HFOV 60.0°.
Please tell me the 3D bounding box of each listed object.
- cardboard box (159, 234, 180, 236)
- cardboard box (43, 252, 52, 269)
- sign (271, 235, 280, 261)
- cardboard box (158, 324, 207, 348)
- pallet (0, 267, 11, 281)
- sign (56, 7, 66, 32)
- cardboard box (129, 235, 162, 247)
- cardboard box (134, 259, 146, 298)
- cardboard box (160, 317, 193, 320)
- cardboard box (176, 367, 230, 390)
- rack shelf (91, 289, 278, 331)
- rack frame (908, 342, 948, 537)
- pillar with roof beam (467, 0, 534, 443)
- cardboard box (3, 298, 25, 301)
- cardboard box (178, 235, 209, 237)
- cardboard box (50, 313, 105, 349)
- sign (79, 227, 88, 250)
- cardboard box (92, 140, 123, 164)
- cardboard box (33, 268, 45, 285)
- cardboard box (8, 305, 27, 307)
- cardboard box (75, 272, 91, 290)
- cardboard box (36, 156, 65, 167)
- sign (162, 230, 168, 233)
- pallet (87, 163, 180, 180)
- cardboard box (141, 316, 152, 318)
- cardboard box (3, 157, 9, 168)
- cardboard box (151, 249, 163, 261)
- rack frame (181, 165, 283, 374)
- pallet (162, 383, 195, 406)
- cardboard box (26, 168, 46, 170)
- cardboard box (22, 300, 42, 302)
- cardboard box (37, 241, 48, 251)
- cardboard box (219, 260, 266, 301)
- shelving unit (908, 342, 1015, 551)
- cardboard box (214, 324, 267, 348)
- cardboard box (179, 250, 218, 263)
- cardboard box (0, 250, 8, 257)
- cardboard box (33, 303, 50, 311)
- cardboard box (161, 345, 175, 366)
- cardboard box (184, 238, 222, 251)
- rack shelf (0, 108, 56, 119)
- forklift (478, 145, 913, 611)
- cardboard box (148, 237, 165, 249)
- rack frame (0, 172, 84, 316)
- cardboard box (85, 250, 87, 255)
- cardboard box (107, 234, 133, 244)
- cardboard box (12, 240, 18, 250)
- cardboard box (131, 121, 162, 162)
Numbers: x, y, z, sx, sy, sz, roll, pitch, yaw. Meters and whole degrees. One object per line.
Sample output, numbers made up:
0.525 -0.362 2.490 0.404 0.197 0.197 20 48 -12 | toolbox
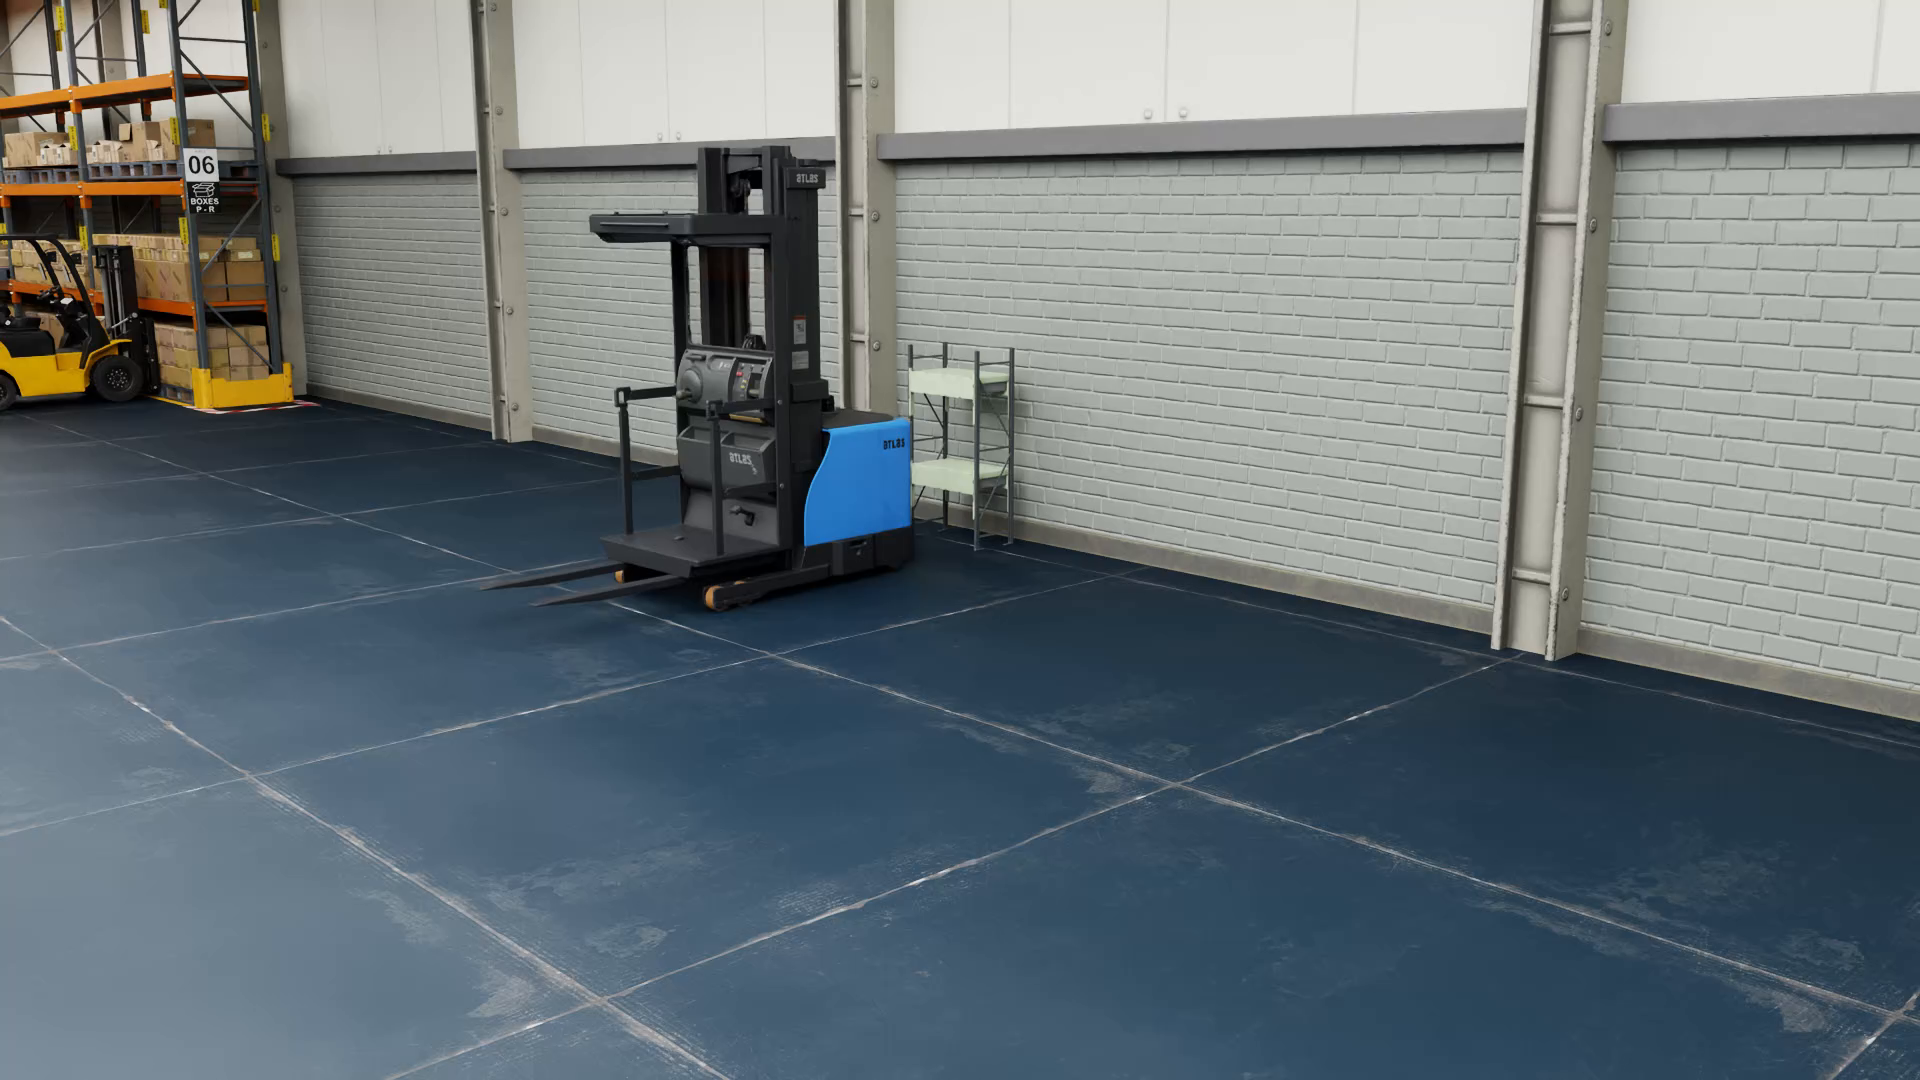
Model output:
-10.992 -4.209 23.315 0.380 0.149 0.250 -11 16 -44 | cardboard box
-13.553 -4.241 25.197 0.500 0.250 0.500 -11 16 -42 | cardboard box
-8.817 -3.764 21.404 0.100 0.325 0.005 -11 16 -43 | sign
-10.123 -2.670 21.735 0.500 0.250 0.500 -11 16 -42 | cardboard box
-15.266 -4.387 27.247 1.213 0.211 1.003 -11 16 -43 | pallet
-12.369 -7.165 22.878 0.100 0.325 0.005 -11 16 -43 | sign
-11.032 -4.056 22.570 0.380 0.149 0.250 -11 16 -43 | cardboard box
-10.813 -3.532 22.374 0.500 0.500 0.500 -11 16 -42 | cardboard box
-10.805 -2.964 23.162 0.500 0.250 0.500 -11 16 -42 | cardboard box
-9.775 -2.108 21.482 0.500 0.250 0.500 -11 16 -42 | cardboard box
-10.604 -3.164 22.617 1.077 0.370 4.000 -11 16 -43 | rack shelf
-0.248 -0.787 13.015 0.400 1.500 0.023 -11 16 -43 | rack frame
-8.021 -4.914 14.463 9.100 9.000 0.400 -11 16 -43 | pillar with roof beam
-16.687 -4.189 29.358 0.380 0.149 0.250 -11 16 -42 | cardboard box
-10.347 -4.045 22.520 0.380 0.149 0.250 -11 16 -42 | cardboard box
-13.404 -3.149 25.607 0.625 0.625 0.875 11 16 43 | cardboard box
-12.370 -4.259 23.479 0.100 0.325 0.005 -11 16 -43 | sign
-11.587 -5.333 22.861 0.500 0.311 0.500 -10 16 -41 | cardboard box
-13.913 -4.071 25.611 0.500 0.250 0.500 11 16 43 | cardboard box
-15.482 -3.763 27.290 0.250 0.149 0.380 11 16 42 | cardboard box
-12.522 -3.772 24.156 0.500 0.250 0.500 -10 16 -41 | cardboard box
-13.496 -5.640 24.751 0.380 0.149 0.250 -11 16 -43 | cardboard box
-11.584 -4.348 24.242 0.100 0.325 0.005 -11 16 -43 | sign
-11.377 -5.113 23.081 1.003 0.211 1.213 -11 16 -43 | pallet
-11.532 -2.966 23.172 0.500 0.250 0.500 -11 16 -42 | cardboard box
-14.726 -5.908 26.011 0.380 0.166 0.250 -11 16 -43 | cardboard box
-10.379 -3.752 21.835 0.250 0.149 0.380 11 16 43 | cardboard box
-9.222 -3.224 21.128 1.000 3.000 0.127 -11 16 -43 | rack frame
-9.781 -1.964 21.923 1.003 0.211 1.213 -11 16 -43 | pallet
-14.987 -6.108 27.076 0.380 0.149 0.250 -11 16 -43 | cardboard box
-15.969 -4.037 28.619 0.250 0.149 0.380 11 16 43 | cardboard box
-13.841 -4.484 25.387 0.380 0.149 0.250 -10 16 -41 | cardboard box
-9.364 -3.384 21.656 0.500 0.500 0.500 -10 15 -41 | cardboard box
0.005 -0.734 12.755 0.431 1.500 0.755 -11 16 -43 | shelving unit
-9.417 -2.669 21.730 0.500 0.250 0.500 -11 16 -43 | cardboard box
-9.664 -3.603 21.108 0.380 0.149 0.250 -11 16 -42 | cardboard box
-15.710 -4.633 27.296 0.500 0.250 0.500 11 16 42 | cardboard box
-15.276 -3.878 27.848 0.380 0.149 0.250 -11 16 -42 | cardboard box
-10.123 -2.430 21.808 0.500 0.250 0.500 -11 16 -43 | cardboard box
-9.622 -3.760 21.133 0.380 0.149 0.250 -11 16 -42 | cardboard box
-16.128 -7.074 27.719 1.077 0.370 4.000 -11 16 -43 | rack shelf
-1.719 -1.093 10.955 1.130 2.935 3.031 11 16 43 | forklift
-10.394 -3.895 21.790 0.380 0.149 0.250 -10 16 -41 | cardboard box
-14.747 -4.392 26.795 1.000 3.000 0.127 -11 16 -43 | rack frame
-12.381 -4.194 23.978 0.380 0.149 0.250 -10 15 -41 | cardboard box
-11.720 -4.209 23.317 0.380 0.149 0.250 -11 16 -42 | cardboard box
-14.740 -4.671 26.294 0.380 0.149 0.250 -10 15 -41 | cardboard box
-10.339 -5.191 21.704 0.700 0.500 0.500 -11 16 -42 | cardboard box
